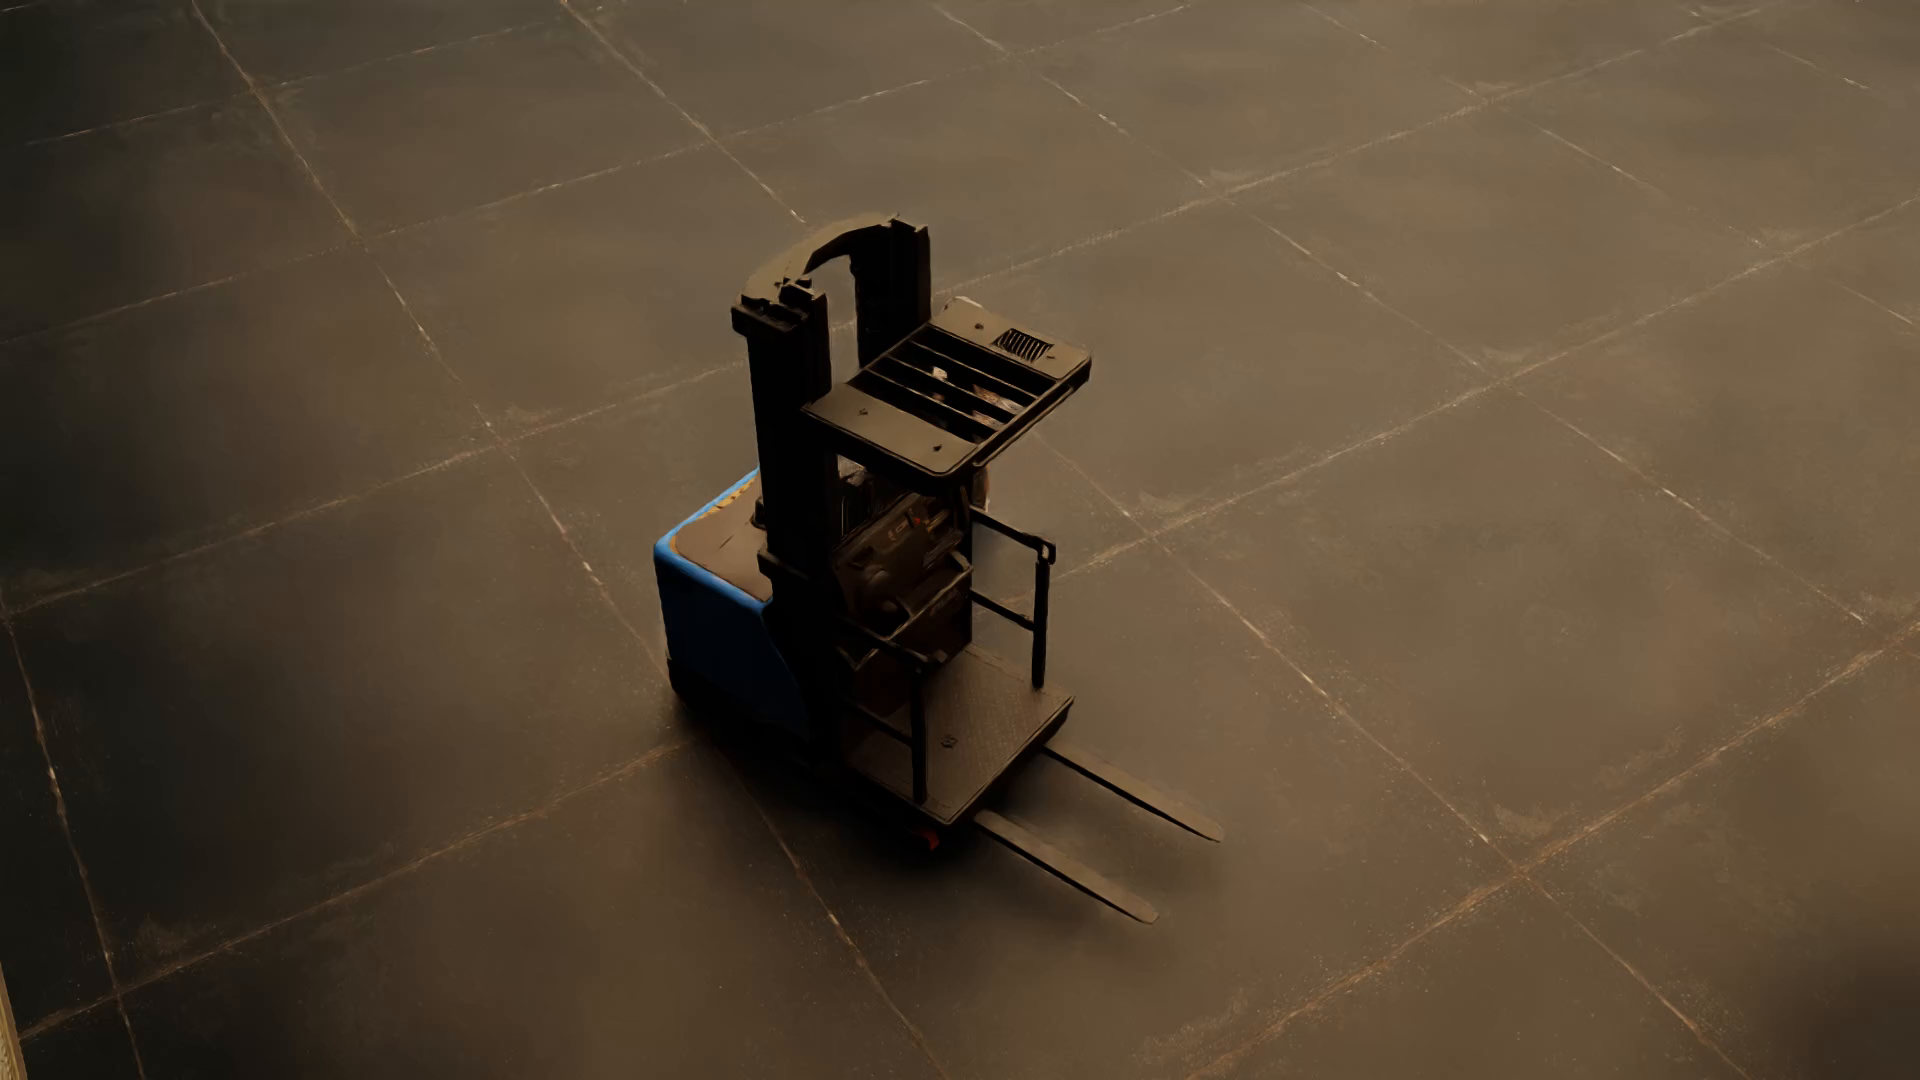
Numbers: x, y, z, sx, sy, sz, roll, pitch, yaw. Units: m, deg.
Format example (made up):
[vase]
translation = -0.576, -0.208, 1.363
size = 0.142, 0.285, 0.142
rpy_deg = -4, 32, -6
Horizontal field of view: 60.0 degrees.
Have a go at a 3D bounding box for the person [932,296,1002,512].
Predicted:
[person]
translation = -0.030, -0.713, 9.555
size = 0.586, 1.695, 0.534
rpy_deg = -23, 46, -24

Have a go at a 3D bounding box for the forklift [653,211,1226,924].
[forklift]
translation = -0.105, 0.067, 7.795
size = 3.031, 2.935, 1.130
rpy_deg = 27, 48, 27
